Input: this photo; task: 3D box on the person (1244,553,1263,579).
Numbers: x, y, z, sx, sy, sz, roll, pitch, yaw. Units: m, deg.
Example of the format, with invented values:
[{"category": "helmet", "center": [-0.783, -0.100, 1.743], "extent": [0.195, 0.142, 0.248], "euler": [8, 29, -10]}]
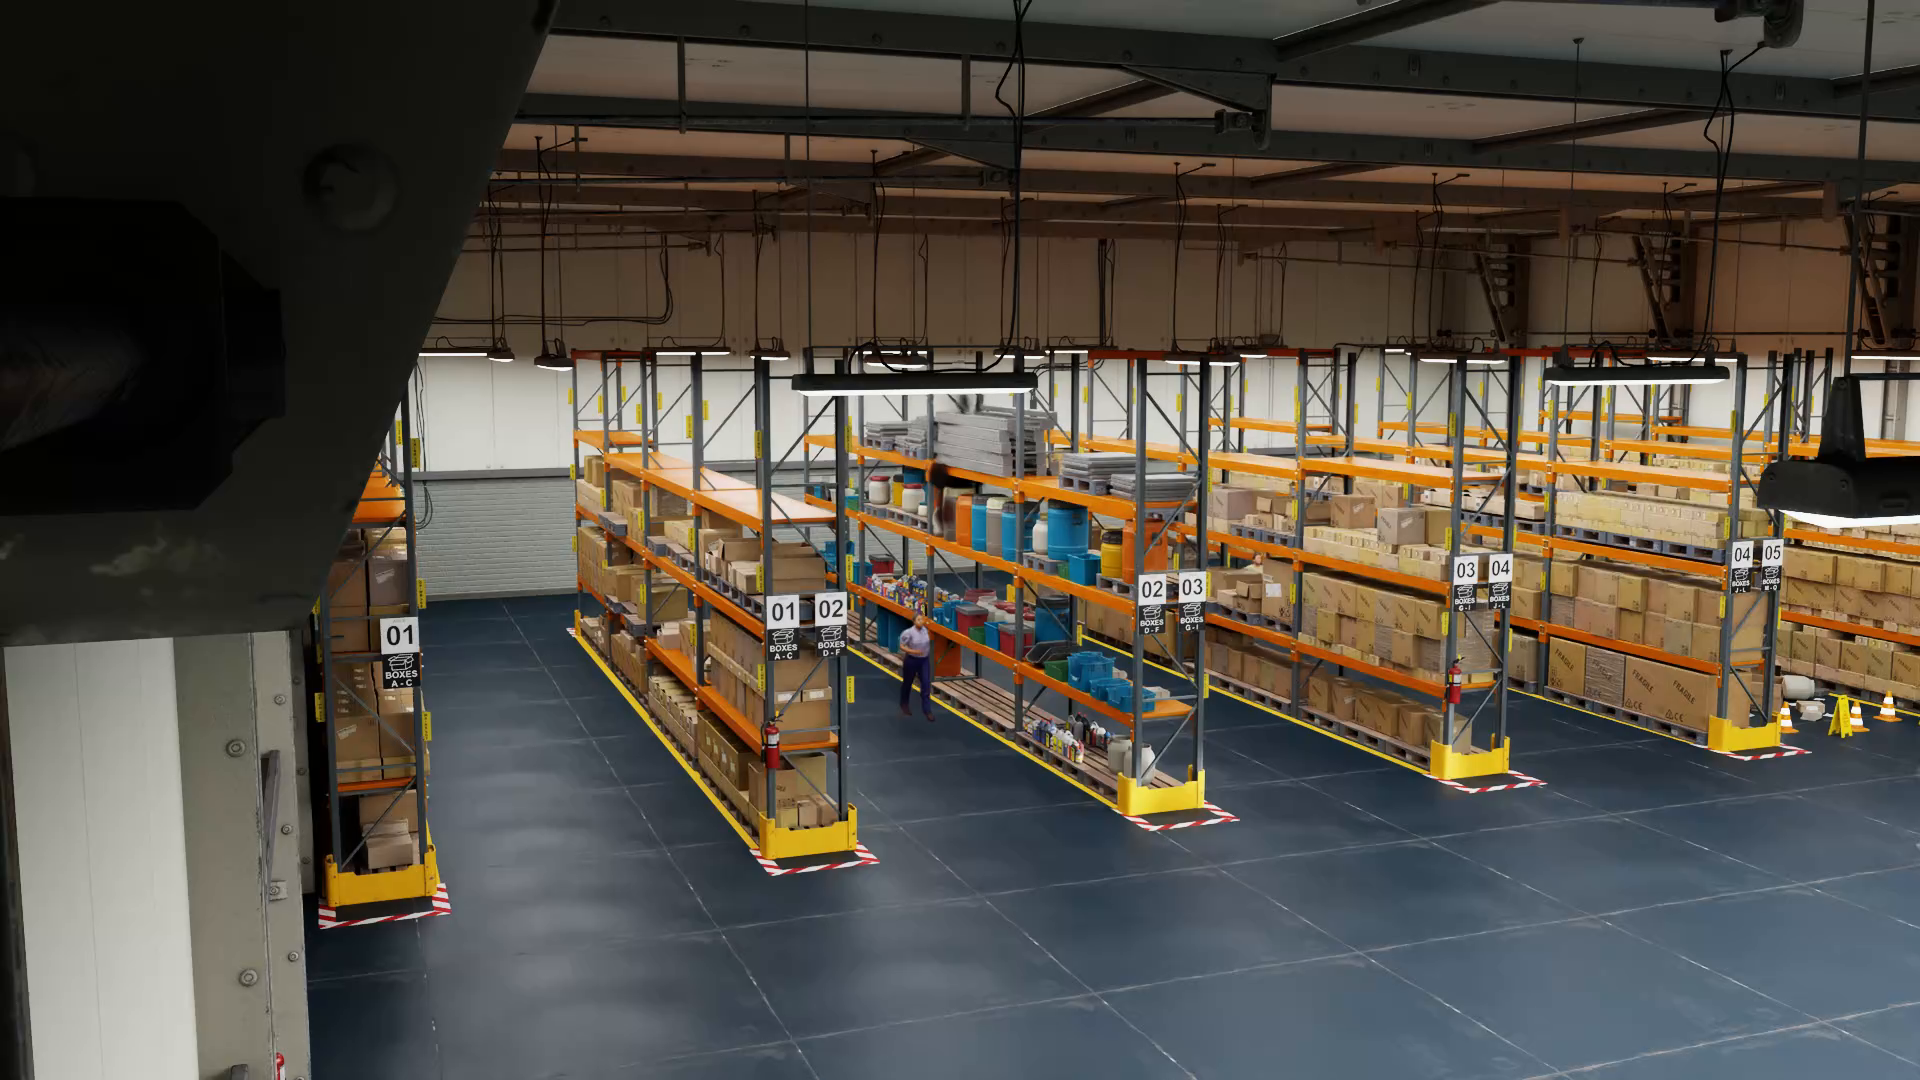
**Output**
[{"category": "person", "center": [6.361, 1.098, 35.613], "extent": [0.587, 1.624, 0.550], "euler": [-3, 8, -23]}]

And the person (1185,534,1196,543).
[{"category": "person", "center": [5.495, 0.364, 41.386], "extent": [0.785, 1.721, 0.806], "euler": [-1, 7, -5]}]

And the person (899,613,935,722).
[{"category": "person", "center": [-0.687, 1.975, 26.174], "extent": [0.598, 1.687, 0.785], "euler": [-4, 8, -29]}]
